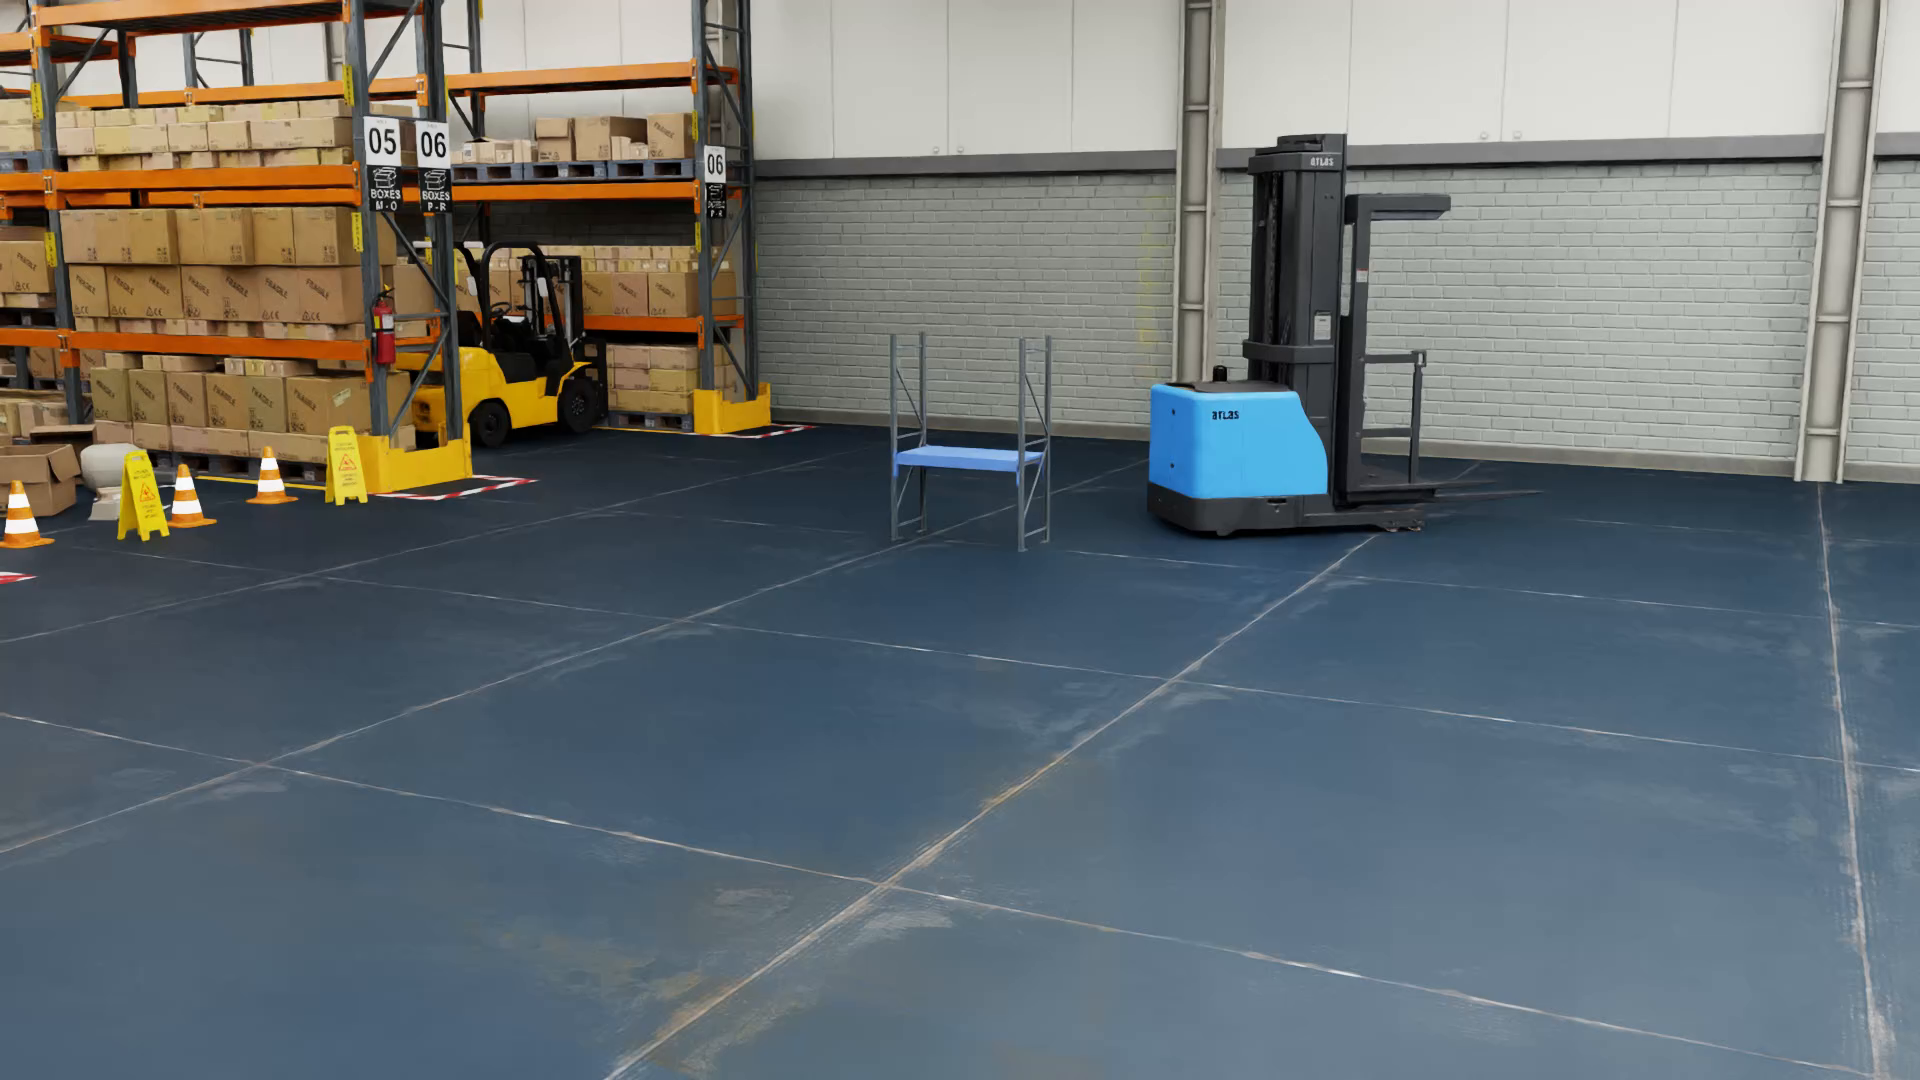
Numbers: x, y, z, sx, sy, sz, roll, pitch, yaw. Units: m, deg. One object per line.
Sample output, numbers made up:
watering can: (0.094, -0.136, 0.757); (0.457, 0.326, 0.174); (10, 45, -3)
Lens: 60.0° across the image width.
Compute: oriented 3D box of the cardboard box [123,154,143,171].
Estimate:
cardboard box: (-7.584, -3.525, 15.566); (0.250, 0.149, 0.380); (5, 12, 28)

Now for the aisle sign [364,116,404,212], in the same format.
aisle sign: (-4.928, -3.206, 14.225); (0.004, 0.787, 0.394); (5, 11, 26)

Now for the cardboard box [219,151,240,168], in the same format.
cardboard box: (-6.435, -3.420, 14.985); (0.250, 0.149, 0.380); (5, 11, 24)

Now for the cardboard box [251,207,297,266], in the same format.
cardboard box: (-5.861, -2.712, 14.871); (0.500, 0.500, 0.700); (5, 11, 26)

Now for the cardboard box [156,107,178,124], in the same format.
cardboard box: (-7.112, -3.868, 15.221); (0.250, 0.149, 0.380); (5, 11, 25)

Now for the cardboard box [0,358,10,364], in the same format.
cardboard box: (-14.374, -2.604, 24.691); (0.258, 0.266, 0.396); (5, 12, 28)

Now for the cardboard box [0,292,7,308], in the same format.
cardboard box: (-9.502, -2.411, 16.657); (0.250, 0.149, 0.380); (5, 11, 25)

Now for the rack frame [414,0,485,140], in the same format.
rack frame: (-6.250, -6.039, 20.328); (0.127, 3.000, 1.000); (5, 11, 26)

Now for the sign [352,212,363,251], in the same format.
sign: (-5.119, -2.617, 14.127); (0.005, 0.325, 0.100); (5, 11, 26)

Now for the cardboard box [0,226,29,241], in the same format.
cardboard box: (-9.580, -3.068, 16.640); (0.250, 0.149, 0.380); (5, 11, 24)

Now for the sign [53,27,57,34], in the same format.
sign: (-13.184, -7.296, 24.206); (0.005, 0.325, 0.100); (5, 11, 26)

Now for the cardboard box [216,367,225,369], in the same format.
cardboard box: (-6.878, -1.433, 16.160); (0.500, 0.500, 0.500); (6, 12, 29)

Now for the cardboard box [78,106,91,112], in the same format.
cardboard box: (-9.241, -4.296, 16.961); (0.500, 0.250, 0.500); (5, 11, 25)

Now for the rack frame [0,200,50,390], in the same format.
rack frame: (-13.424, -3.717, 24.346); (0.127, 3.000, 1.000); (5, 11, 26)

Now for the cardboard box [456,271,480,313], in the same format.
cardboard box: (-5.967, -3.059, 20.430); (0.500, 0.500, 0.500); (5, 11, 24)

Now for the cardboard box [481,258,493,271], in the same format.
cardboard box: (-5.601, -3.352, 20.225); (0.250, 0.149, 0.380); (5, 11, 26)

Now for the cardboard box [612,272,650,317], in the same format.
cardboard box: (-3.681, -2.860, 19.329); (0.500, 0.500, 0.500); (5, 12, 28)

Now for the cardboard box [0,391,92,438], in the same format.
cardboard box: (-9.560, -1.304, 17.214); (0.625, 0.372, 0.950); (6, 12, 29)

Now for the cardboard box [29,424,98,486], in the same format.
cardboard box: (-8.084, -0.763, 15.036); (0.500, 0.500, 0.500); (-4, 11, -23)

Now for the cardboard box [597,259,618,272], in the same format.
cardboard box: (-4.023, -3.203, 19.403); (0.250, 0.149, 0.380); (5, 11, 24)

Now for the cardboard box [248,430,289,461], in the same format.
cardboard box: (-6.161, -0.895, 15.294); (0.500, 0.250, 0.500); (5, 11, 26)

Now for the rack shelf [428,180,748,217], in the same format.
rack shelf: (-4.456, -4.051, 19.789); (4.000, 0.370, 1.077); (5, 11, 26)

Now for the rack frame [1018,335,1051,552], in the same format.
rack frame: (0.532, -0.691, 11.838); (0.032, 1.500, 0.500); (5, 11, 26)

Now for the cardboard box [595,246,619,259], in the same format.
cardboard box: (-4.032, -3.346, 19.357); (0.250, 0.149, 0.380); (5, 12, 27)

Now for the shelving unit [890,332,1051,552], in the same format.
shelving unit: (0.077, -0.731, 12.060); (1.048, 1.500, 0.538); (5, 11, 26)

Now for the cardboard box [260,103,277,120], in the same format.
cardboard box: (-5.945, -3.775, 14.707); (0.250, 0.149, 0.380); (5, 11, 26)

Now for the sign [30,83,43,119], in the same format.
sign: (-8.685, -4.129, 15.641); (0.005, 0.325, 0.100); (5, 11, 26)

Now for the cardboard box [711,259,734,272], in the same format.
cardboard box: (-2.852, -3.208, 19.431); (0.250, 0.149, 0.380); (5, 11, 24)

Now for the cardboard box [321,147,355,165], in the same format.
cardboard box: (-5.299, -3.314, 14.403); (0.250, 0.149, 0.380); (5, 11, 26)

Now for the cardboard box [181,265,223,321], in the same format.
cardboard box: (-6.805, -2.296, 15.377); (0.500, 0.500, 0.500); (5, 11, 26)

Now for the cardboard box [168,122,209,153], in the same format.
cardboard box: (-6.805, -3.644, 15.104); (0.500, 0.250, 0.500); (5, 11, 26)

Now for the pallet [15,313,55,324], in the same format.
pallet: (-10.236, -2.365, 17.414); (1.213, 0.211, 1.003); (5, 11, 26)

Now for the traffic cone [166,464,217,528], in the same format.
traffic cone: (-5.998, -0.354, 12.886); (0.334, 0.463, 0.336); (5, 11, 26)

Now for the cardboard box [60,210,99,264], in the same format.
cardboard box: (-8.144, -2.912, 15.973); (0.500, 0.500, 0.700); (5, 11, 25)

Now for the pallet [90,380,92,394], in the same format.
pallet: (-11.580, -2.191, 23.743); (1.213, 0.211, 1.003); (5, 11, 26)

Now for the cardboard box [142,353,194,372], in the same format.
cardboard box: (-7.486, -1.686, 15.739); (0.250, 0.149, 0.380); (6, 12, 28)

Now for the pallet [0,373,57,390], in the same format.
pallet: (-14.039, -2.399, 24.894); (1.213, 0.211, 1.003); (5, 11, 26)

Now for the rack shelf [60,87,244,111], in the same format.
rack shelf: (-11.630, -5.961, 23.040); (4.000, 0.370, 1.077); (5, 11, 26)

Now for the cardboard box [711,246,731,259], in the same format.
cardboard box: (-2.869, -3.347, 19.363); (0.250, 0.149, 0.380); (5, 11, 25)

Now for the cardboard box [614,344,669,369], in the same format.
cardboard box: (-3.674, -2.143, 19.382); (0.500, 0.250, 0.500); (5, 12, 27)

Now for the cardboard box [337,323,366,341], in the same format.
cardboard box: (-5.286, -1.850, 14.736); (0.250, 0.149, 0.380); (5, 12, 28)

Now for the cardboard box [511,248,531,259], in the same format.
cardboard box: (-5.158, -3.451, 19.940); (0.250, 0.149, 0.380); (5, 11, 25)

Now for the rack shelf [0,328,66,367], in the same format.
rack shelf: (-10.236, -2.097, 17.416); (4.000, 0.370, 1.077); (5, 11, 26)

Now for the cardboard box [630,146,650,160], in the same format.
cardboard box: (-3.540, -4.397, 18.923); (0.250, 0.149, 0.380); (5, 11, 24)

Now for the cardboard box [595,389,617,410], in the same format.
cardboard box: (-4.110, -1.693, 19.705); (0.500, 0.250, 0.500); (5, 11, 26)

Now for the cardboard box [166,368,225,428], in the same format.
cardboard box: (-7.084, -1.345, 15.676); (0.500, 0.500, 0.500); (6, 12, 29)

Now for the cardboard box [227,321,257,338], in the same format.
cardboard box: (-6.464, -1.940, 15.231); (0.250, 0.149, 0.380); (5, 11, 25)

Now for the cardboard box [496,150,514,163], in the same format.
cardboard box: (-5.292, -4.551, 19.773); (0.250, 0.149, 0.380); (5, 12, 28)

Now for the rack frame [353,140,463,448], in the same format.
rack frame: (-4.856, -1.978, 14.739); (0.127, 3.000, 1.000); (5, 11, 26)

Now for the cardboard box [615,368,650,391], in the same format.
cardboard box: (-3.682, -1.901, 19.448); (0.500, 0.250, 0.500); (5, 11, 25)

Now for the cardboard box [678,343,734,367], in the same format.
cardboard box: (-3.010, -2.185, 19.616); (0.500, 0.250, 0.500); (5, 11, 25)

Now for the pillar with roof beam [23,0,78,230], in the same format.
pillar with roof beam: (-15.554, -6.180, 21.111); (0.400, 9.000, 9.100); (5, 11, 26)

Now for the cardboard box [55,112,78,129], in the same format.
cardboard box: (-8.305, -3.961, 15.740); (0.250, 0.149, 0.380); (5, 11, 25)

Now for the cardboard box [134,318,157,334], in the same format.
cardboard box: (-7.595, -2.041, 15.792); (0.250, 0.149, 0.380); (5, 12, 28)

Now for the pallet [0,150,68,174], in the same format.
pallet: (-8.949, -3.743, 16.593); (1.003, 0.211, 1.213); (5, 11, 26)

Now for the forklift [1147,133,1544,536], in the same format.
forklift: (3.044, -1.591, 12.788); (3.031, 2.935, 1.130); (-3, 11, -14)
